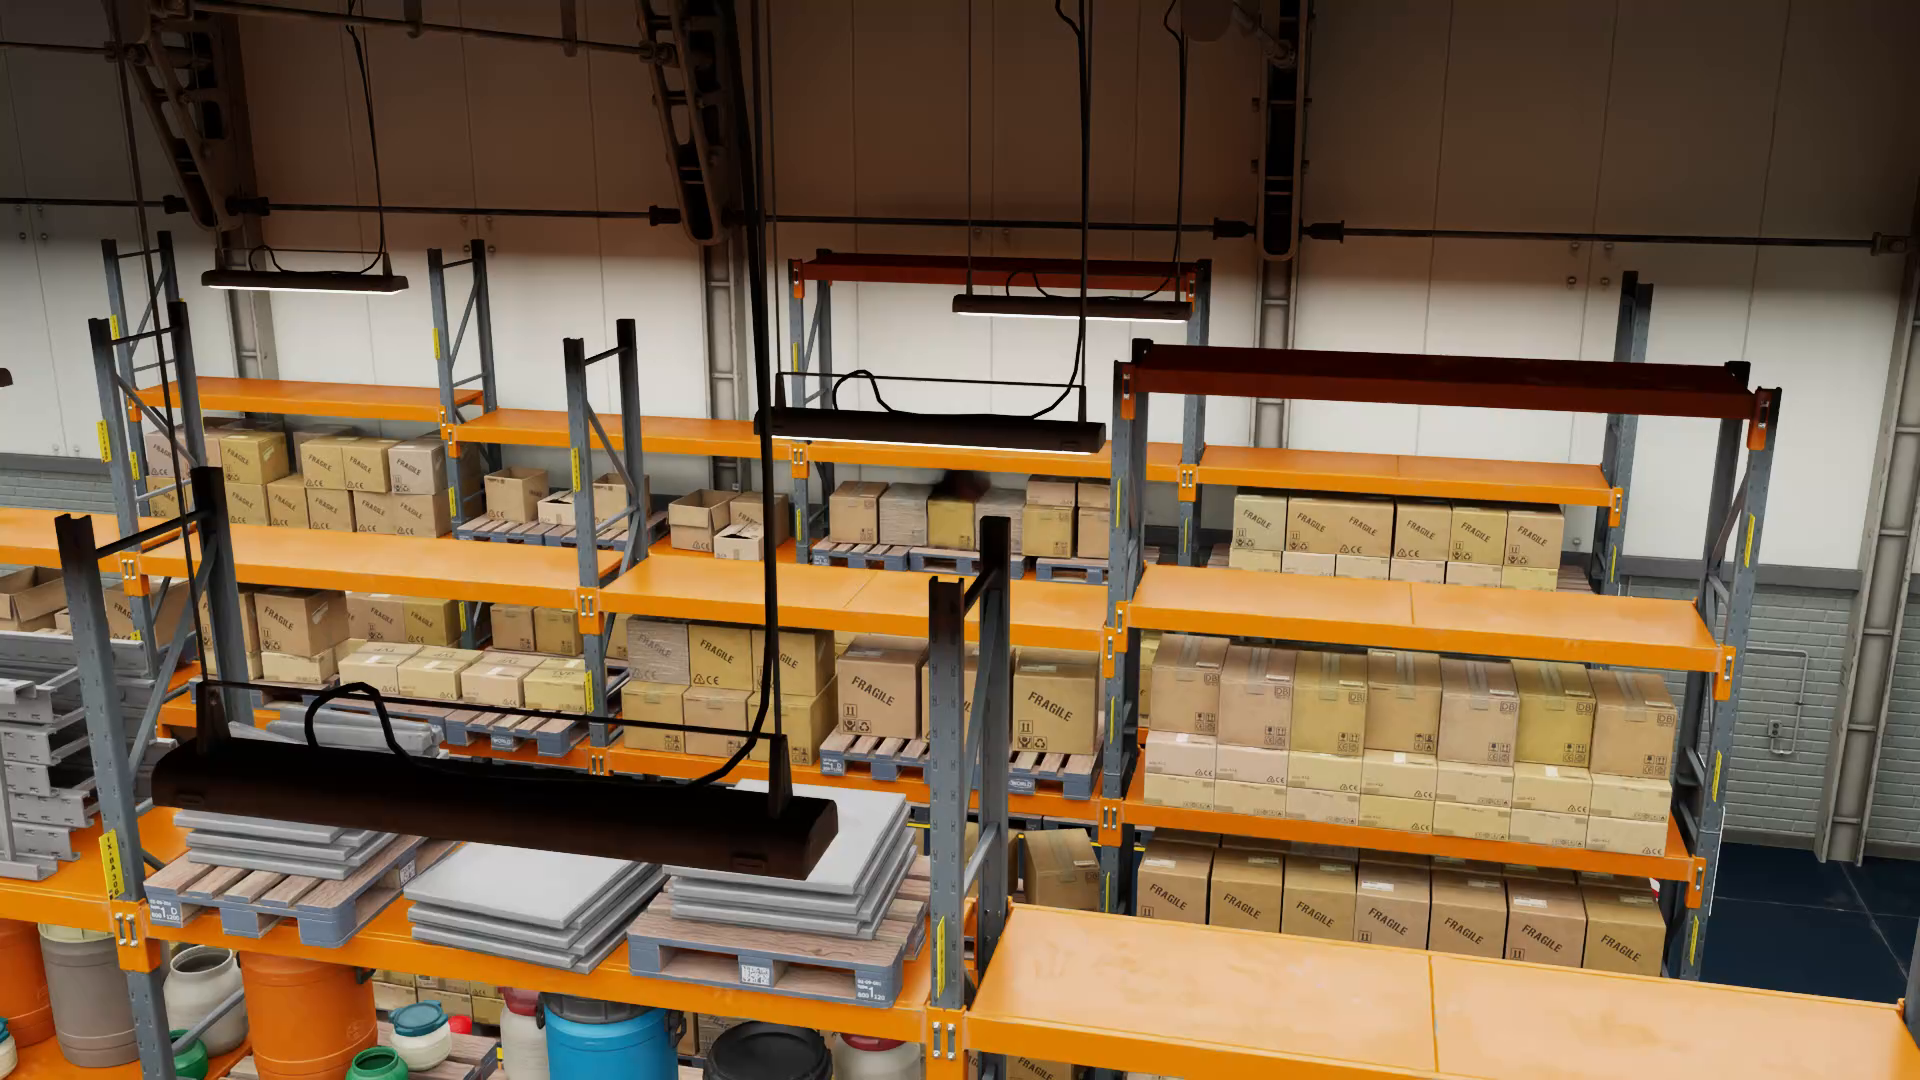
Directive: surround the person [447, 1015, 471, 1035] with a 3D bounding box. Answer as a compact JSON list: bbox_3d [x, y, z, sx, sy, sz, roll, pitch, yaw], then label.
[{"bbox_3d":[-3.377,4.034,11.410,0.567,1.795,0.441,11,20,33],"label":"person"}]
